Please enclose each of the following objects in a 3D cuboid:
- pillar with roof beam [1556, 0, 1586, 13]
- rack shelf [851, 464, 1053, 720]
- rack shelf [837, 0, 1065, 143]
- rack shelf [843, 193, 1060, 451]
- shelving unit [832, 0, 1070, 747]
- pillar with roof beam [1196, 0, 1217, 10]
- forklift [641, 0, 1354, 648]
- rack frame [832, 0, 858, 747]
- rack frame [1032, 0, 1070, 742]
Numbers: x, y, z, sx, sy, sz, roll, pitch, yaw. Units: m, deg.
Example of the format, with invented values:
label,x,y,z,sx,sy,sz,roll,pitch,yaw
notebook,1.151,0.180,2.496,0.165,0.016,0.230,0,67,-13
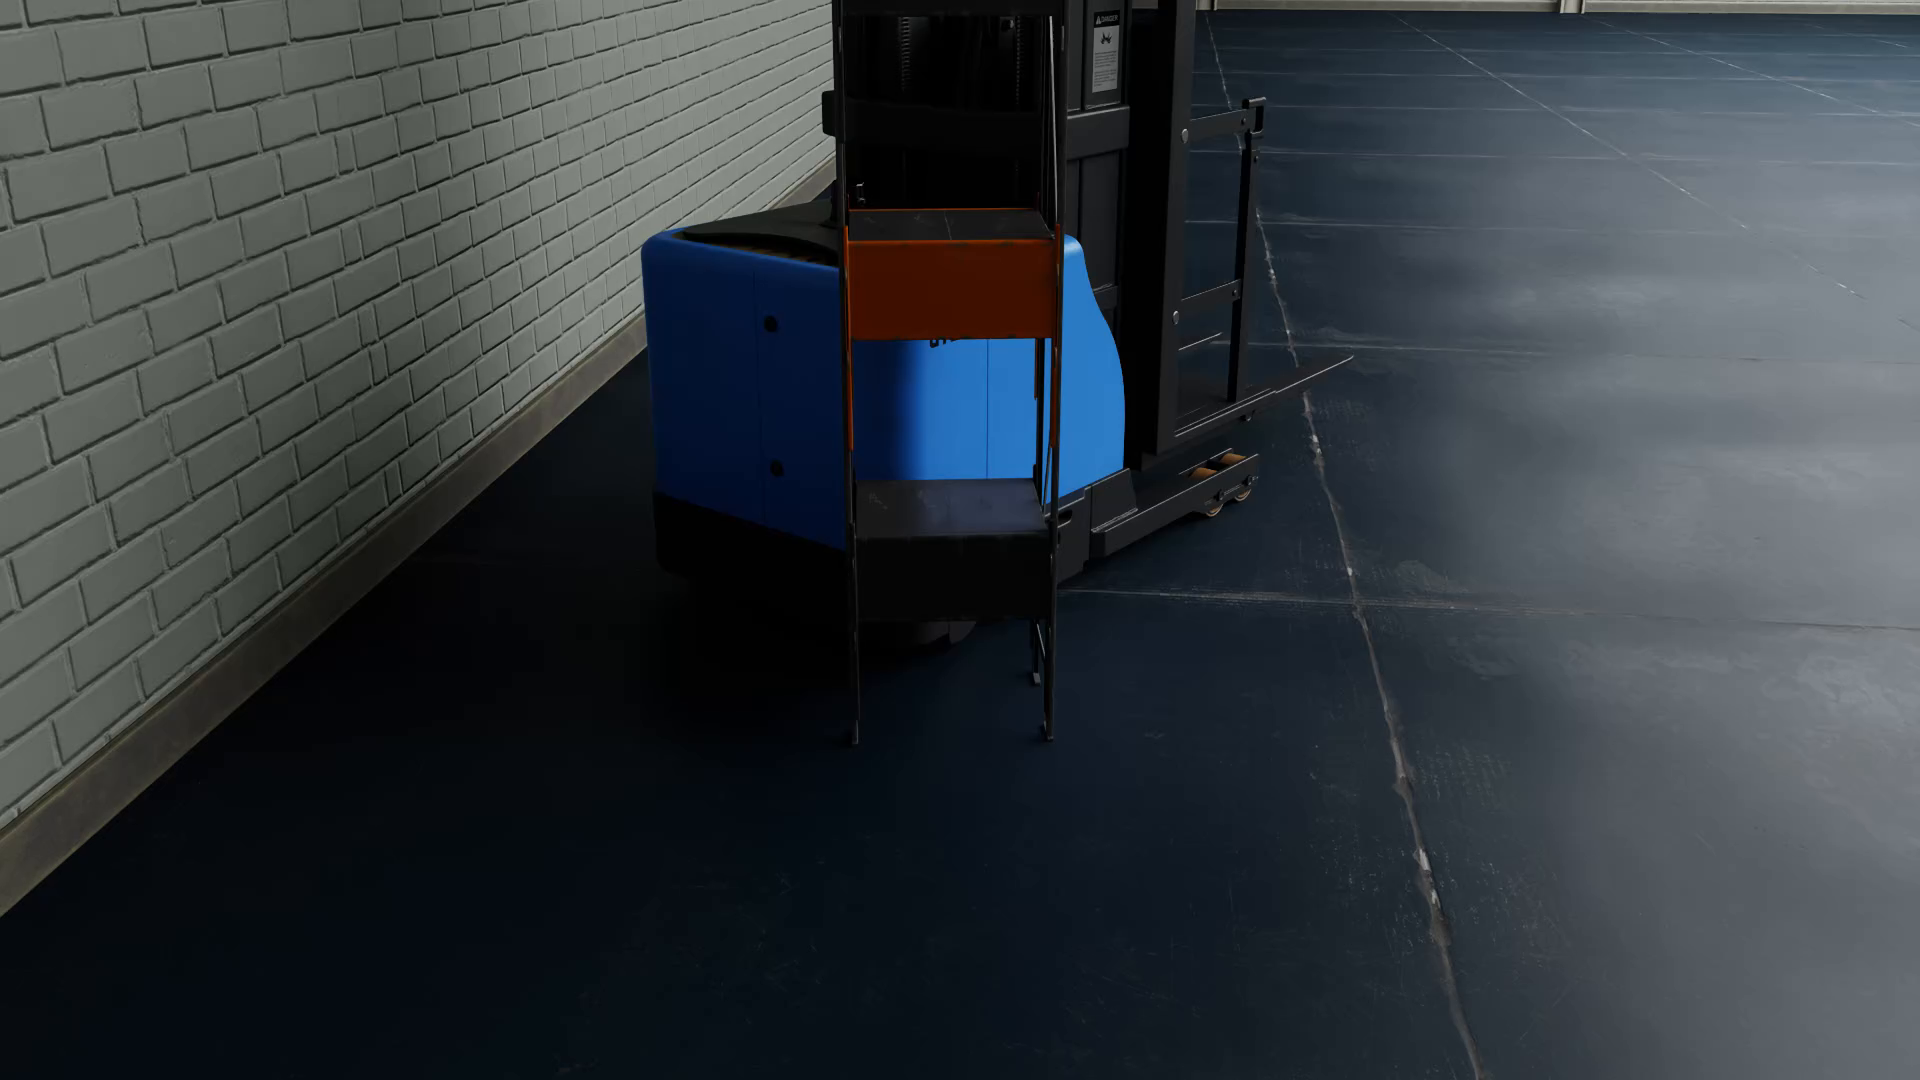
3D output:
label,x,y,z,sx,sy,sz,roll,pitch,yaw
pillar with roof beam,9.605,-11.359,21.932,0.400,9.000,9.100,2,22,6
rack shelf,-0.029,0.124,4.212,0.480,0.518,0.431,-1,22,-3
rack shelf,-0.029,-1.178,3.697,0.480,0.518,0.431,-1,22,-3
rack shelf,-0.029,-0.527,3.955,0.480,0.518,0.431,-1,22,-3
shelving unit,-0.029,-0.540,3.950,0.503,2.100,0.431,-1,22,-3
pillar with roof beam,3.647,-11.619,22.589,0.400,9.000,9.100,2,22,6
forklift,0.388,-1.542,5.354,1.130,2.935,3.031,16,27,35
rack frame,-0.273,-0.535,3.937,0.015,2.100,0.400,-1,22,-3
rack frame,0.214,-0.545,3.962,0.015,2.100,0.400,-1,22,-3
